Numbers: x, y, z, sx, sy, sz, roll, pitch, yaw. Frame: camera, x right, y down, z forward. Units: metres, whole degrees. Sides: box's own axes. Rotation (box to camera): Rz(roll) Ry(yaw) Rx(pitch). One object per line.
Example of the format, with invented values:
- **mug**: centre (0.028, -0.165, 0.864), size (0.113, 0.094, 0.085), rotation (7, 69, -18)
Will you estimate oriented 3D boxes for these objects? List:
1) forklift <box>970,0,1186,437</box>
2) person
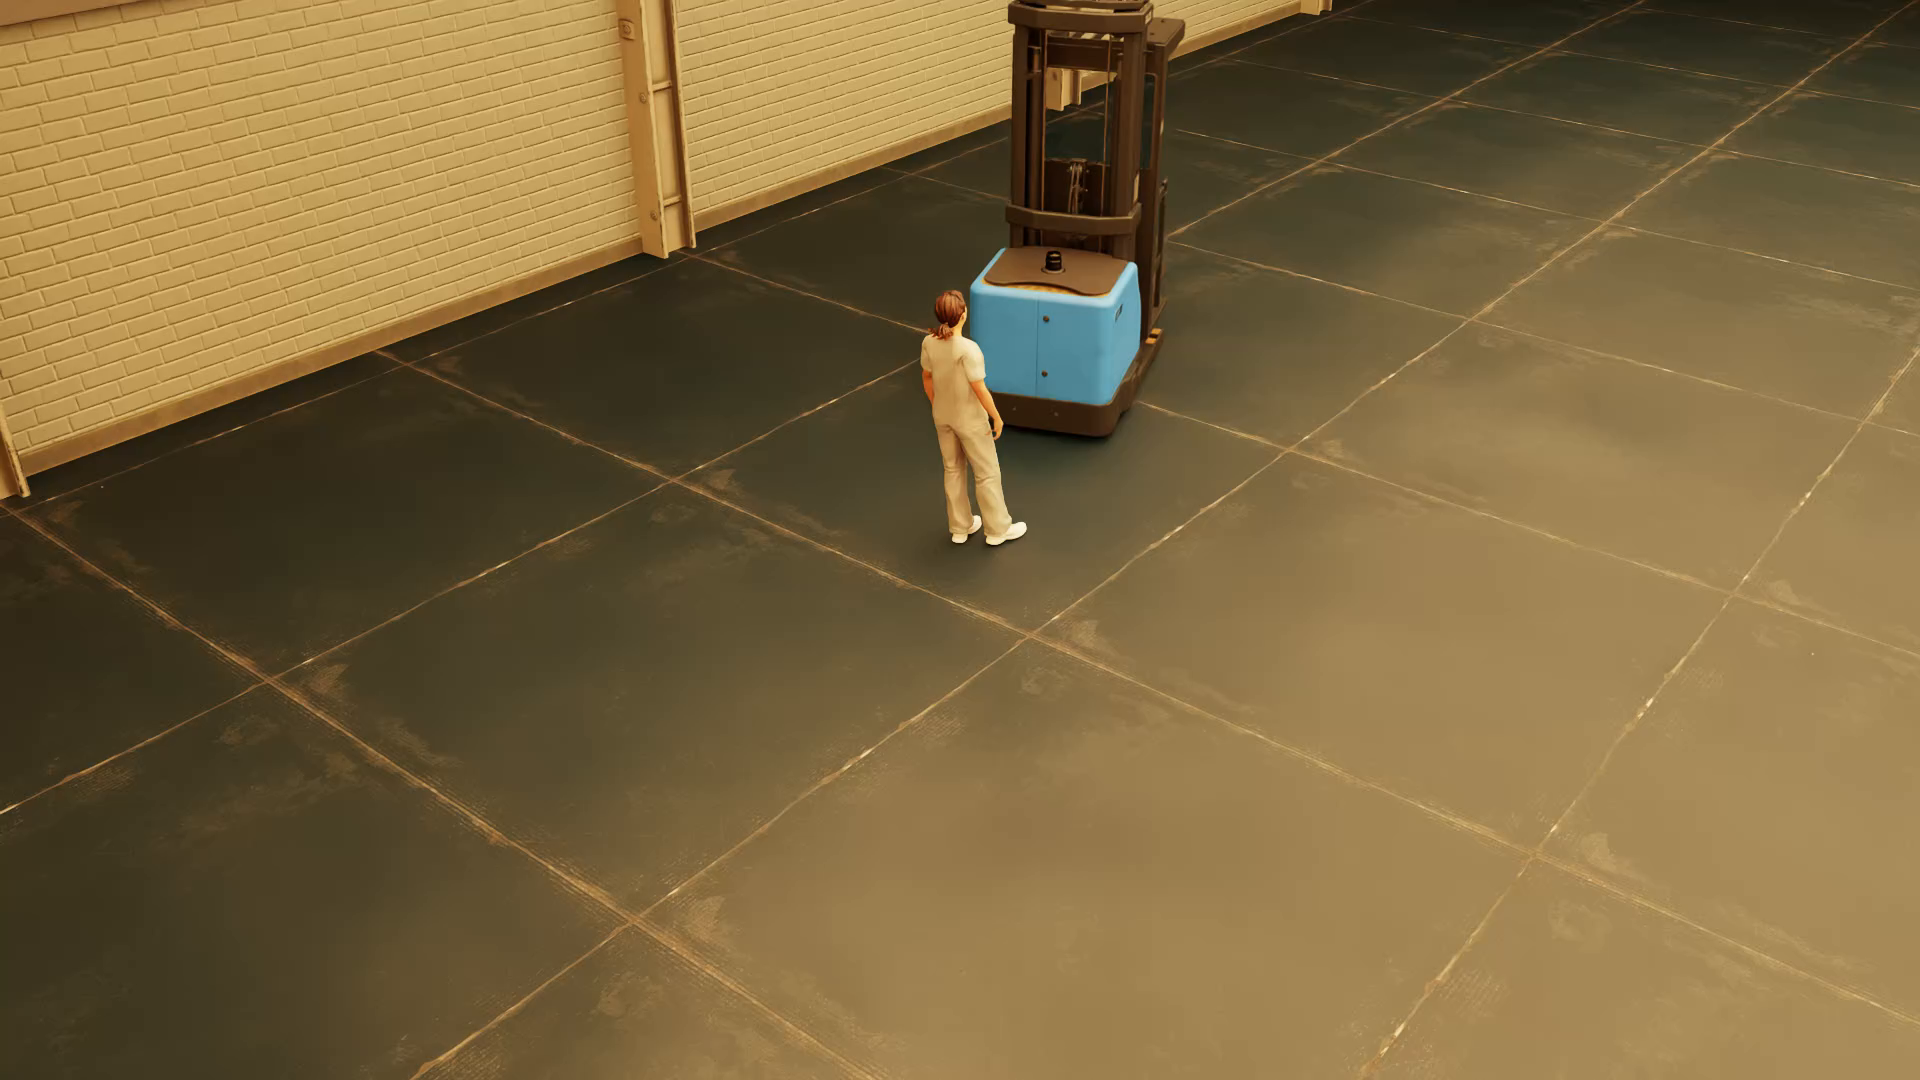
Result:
- **forklift**: centre (0.976, -2.717, 12.244), size (1.130, 2.935, 3.031), rotation (9, 31, 15)
- **person**: centre (0.057, -0.754, 10.115), size (0.549, 1.675, 0.549), rotation (22, 37, 33)
